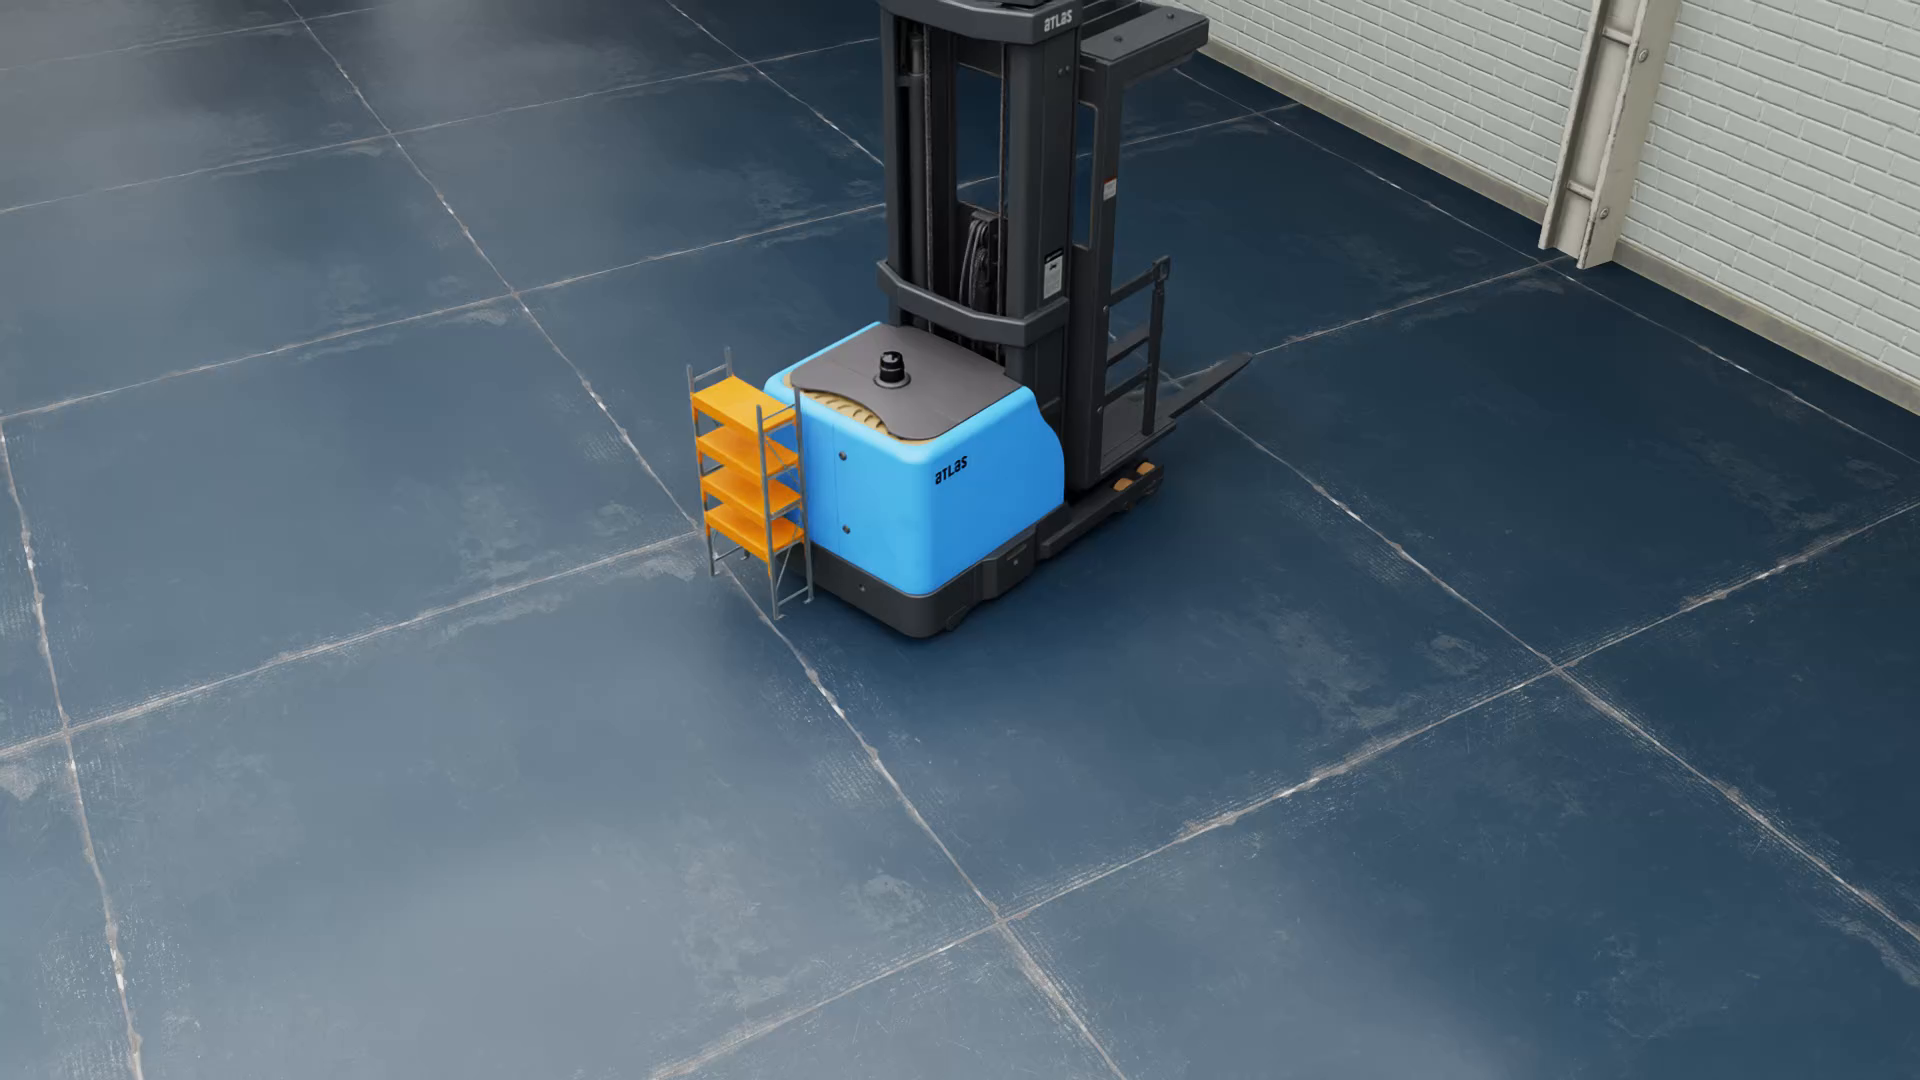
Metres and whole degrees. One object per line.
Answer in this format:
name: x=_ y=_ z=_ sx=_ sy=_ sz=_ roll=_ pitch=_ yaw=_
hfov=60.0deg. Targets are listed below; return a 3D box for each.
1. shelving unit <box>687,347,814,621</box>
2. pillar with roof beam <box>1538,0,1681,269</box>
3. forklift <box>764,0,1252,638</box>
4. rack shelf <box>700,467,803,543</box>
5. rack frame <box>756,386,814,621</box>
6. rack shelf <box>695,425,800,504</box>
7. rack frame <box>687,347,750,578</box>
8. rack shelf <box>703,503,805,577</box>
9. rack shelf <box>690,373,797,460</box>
shelving unit: x=-0.974 y=-0.250 z=7.802 sx=0.503 sy=1.200 sz=0.258 roll=30 pitch=46 yaw=35
pillar with roof beam: x=0.392 y=-4.278 z=6.705 sx=9.100 sy=9.000 sz=0.400 roll=-19 pitch=40 yaw=-24
forklift: x=0.428 y=-1.518 z=8.071 sx=1.130 sy=2.935 sz=3.031 roll=27 pitch=44 yaw=32
rack shelf: x=-0.974 y=-0.195 z=7.841 sx=0.480 sy=0.148 sz=0.258 roll=30 pitch=46 yaw=35
rack frame: x=-0.801 y=-0.148 z=7.663 sx=0.015 sy=1.200 sz=0.240 roll=30 pitch=46 yaw=35
rack shelf: x=-0.974 y=-0.376 z=7.709 sx=0.480 sy=0.148 sz=0.258 roll=30 pitch=46 yaw=35
rack frame: x=-1.147 y=-0.351 z=7.940 sx=0.015 sy=1.200 sz=0.240 roll=30 pitch=46 yaw=35
rack shelf: x=-0.974 y=-0.035 z=7.958 sx=0.480 sy=0.148 sz=0.258 roll=30 pitch=46 yaw=35
rack shelf: x=-0.974 y=-0.567 z=7.570 sx=0.480 sy=0.148 sz=0.258 roll=30 pitch=46 yaw=35
